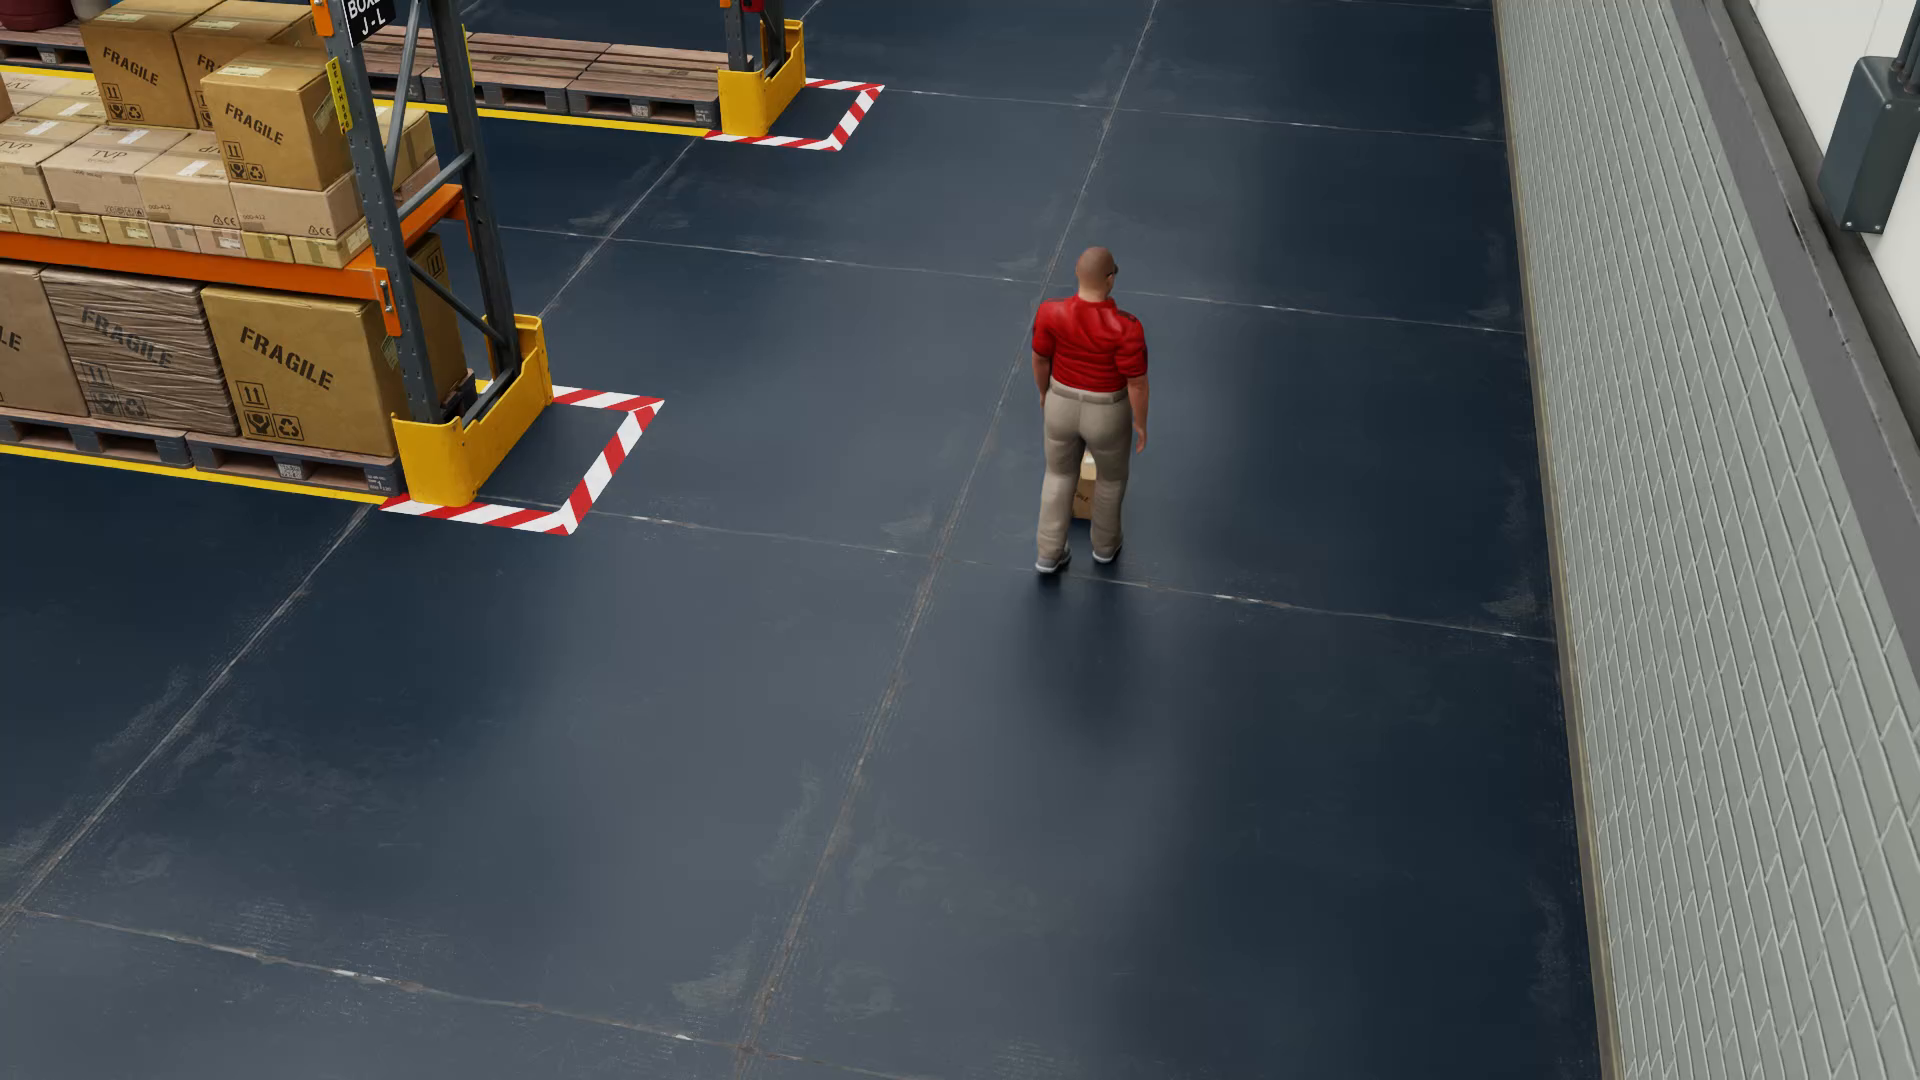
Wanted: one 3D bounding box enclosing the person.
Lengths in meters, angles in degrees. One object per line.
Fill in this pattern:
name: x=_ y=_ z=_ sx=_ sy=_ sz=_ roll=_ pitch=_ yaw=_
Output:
person: x=0.620 y=-0.609 z=7.806 sx=0.569 sy=1.738 sz=0.566 roll=12 pitch=38 yaw=16
